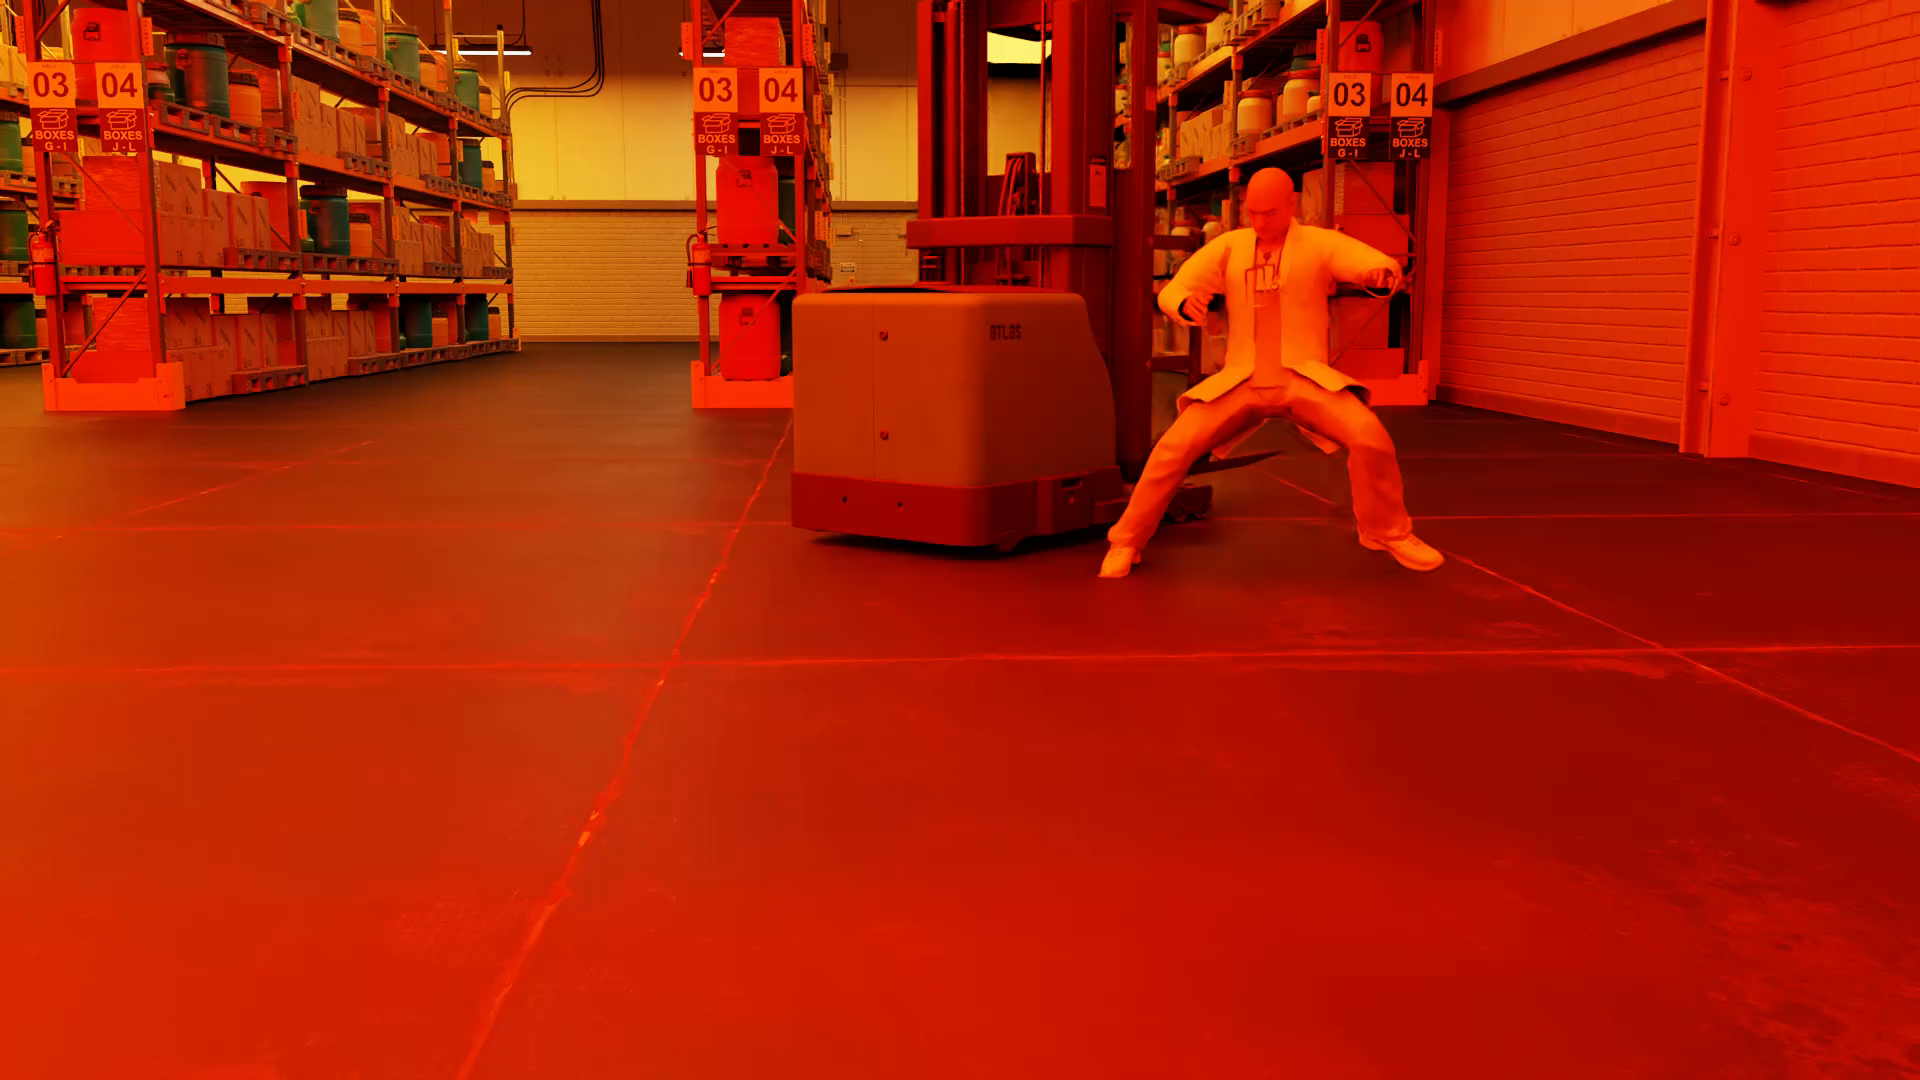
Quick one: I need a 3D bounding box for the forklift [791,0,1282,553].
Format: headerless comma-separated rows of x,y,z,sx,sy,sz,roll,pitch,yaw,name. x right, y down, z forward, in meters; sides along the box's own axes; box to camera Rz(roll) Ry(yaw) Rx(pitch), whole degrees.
0.565,-1.568,7.894,1.130,2.935,3.031,6,11,37,forklift

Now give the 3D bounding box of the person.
1.198,-0.623,6.289,1.250,1.558,0.702,4,9,25,person
